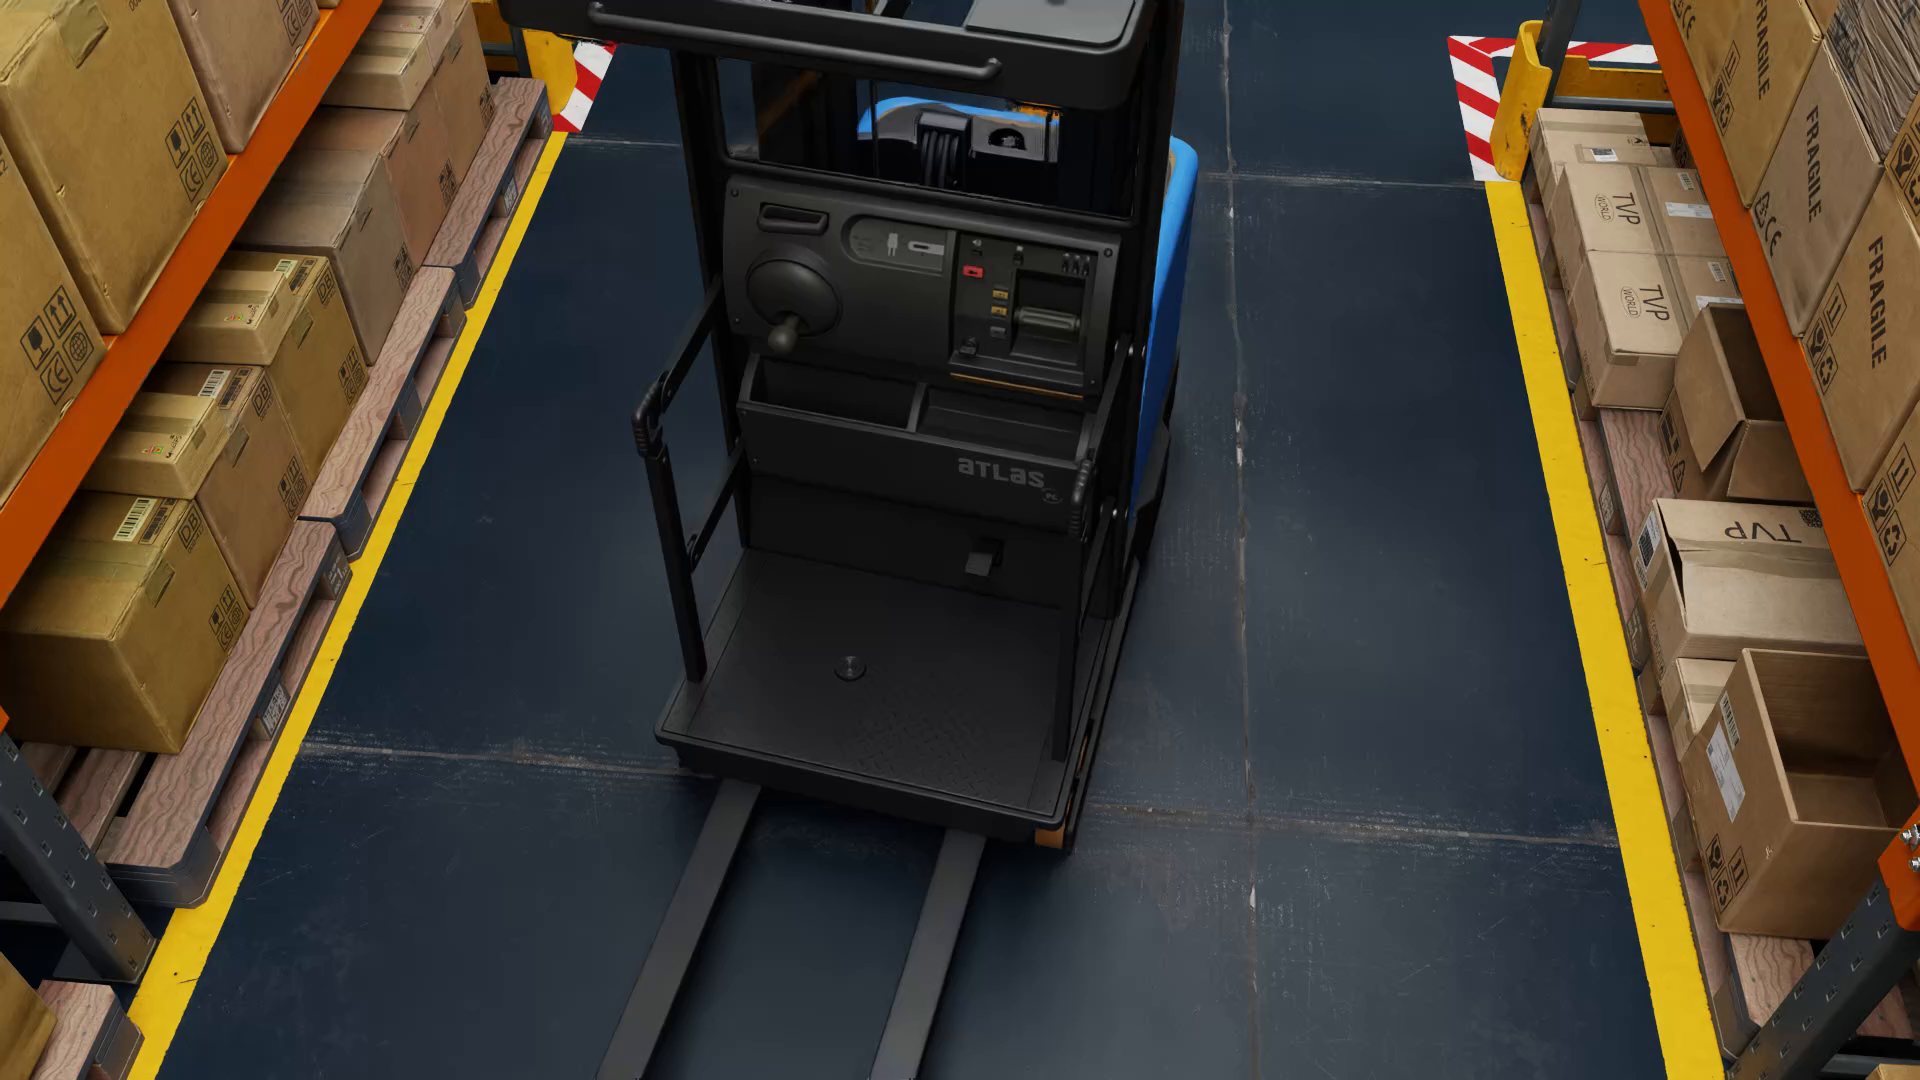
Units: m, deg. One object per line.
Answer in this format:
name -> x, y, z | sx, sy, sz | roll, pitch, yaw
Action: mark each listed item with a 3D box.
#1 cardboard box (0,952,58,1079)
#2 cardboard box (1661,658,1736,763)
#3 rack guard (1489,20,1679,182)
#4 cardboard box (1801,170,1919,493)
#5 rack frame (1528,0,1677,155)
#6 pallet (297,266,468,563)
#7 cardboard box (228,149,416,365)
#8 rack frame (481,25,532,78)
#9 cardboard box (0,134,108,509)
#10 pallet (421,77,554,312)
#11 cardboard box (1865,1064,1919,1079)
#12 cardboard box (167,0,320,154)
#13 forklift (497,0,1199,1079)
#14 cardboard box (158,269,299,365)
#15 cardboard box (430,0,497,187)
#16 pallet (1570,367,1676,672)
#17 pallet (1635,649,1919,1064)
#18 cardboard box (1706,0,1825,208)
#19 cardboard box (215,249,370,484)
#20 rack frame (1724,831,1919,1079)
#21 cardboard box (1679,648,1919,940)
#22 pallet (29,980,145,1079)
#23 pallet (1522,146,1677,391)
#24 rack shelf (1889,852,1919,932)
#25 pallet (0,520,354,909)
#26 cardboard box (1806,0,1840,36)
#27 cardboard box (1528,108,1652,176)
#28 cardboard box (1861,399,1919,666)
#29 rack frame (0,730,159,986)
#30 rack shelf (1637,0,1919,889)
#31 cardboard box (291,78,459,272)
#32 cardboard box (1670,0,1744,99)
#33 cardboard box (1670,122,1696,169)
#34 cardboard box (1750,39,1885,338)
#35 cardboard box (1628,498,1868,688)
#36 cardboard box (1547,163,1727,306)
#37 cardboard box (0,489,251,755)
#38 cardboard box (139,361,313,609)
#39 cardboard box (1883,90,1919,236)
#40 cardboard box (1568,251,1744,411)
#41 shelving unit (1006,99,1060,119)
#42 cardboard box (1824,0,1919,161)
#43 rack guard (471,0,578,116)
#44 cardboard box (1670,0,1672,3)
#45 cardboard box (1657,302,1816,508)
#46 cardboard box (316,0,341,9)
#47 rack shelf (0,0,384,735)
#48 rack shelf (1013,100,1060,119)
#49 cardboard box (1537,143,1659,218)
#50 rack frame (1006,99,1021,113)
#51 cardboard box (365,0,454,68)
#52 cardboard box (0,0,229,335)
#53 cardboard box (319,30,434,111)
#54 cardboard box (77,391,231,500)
cardboard box -> -2.505, 1.109, 3.375 | 0.750, 0.750, 0.750 | 4, 48, 4
cardboard box -> 2.102, 0.466, 4.425 | 0.380, 0.149, 0.250 | 4, 48, 4
rack guard -> 2.716, -1.670, 6.439 | 1.175, 0.500, 0.348 | 4, 48, 4
cardboard box -> 2.194, -0.428, 3.541 | 0.500, 0.500, 0.500 | 5, 48, 5
rack frame -> 2.723, -2.570, 5.568 | 1.000, 3.000, 0.127 | 4, 48, 4
pallet -> -2.319, -0.472, 5.539 | 1.003, 0.211, 1.213 | 4, 48, 4
cardboard box -> -2.266, -0.940, 5.486 | 0.700, 0.500, 0.500 | 2, 48, 2
rack frame -> -2.211, -2.900, 5.870 | 1.000, 3.000, 0.127 | 4, 48, 4
cardboard box -> -2.510, -0.460, 3.434 | 0.980, 0.700, 0.700 | 5, 48, 4
pallet -> -2.206, -1.366, 6.357 | 1.003, 0.211, 1.213 | 4, 48, 4
cardboard box -> 2.071, 1.404, 3.329 | 0.500, 0.500, 0.500 | 2, 48, 2
cardboard box -> -2.381, -1.531, 4.414 | 0.980, 0.700, 0.700 | 2, 48, 2
forklift -> -0.154, -0.483, 3.705 | 1.130, 2.935, 3.031 | 11, 49, 10
cardboard box -> -2.145, -0.644, 4.776 | 0.380, 0.149, 0.250 | 3, 48, 2
cardboard box -> -2.175, -1.677, 6.161 | 0.700, 0.500, 0.500 | 4, 48, 4
pallet -> 2.530, -0.093, 5.192 | 1.003, 0.211, 1.213 | 4, 48, 4
pallet -> 2.422, 0.806, 4.370 | 1.003, 0.211, 1.213 | 4, 48, 4
cardboard box -> 2.282, -1.180, 4.229 | 0.500, 0.500, 0.500 | 4, 48, 4
cardboard box -> -2.307, -0.548, 5.128 | 0.700, 0.500, 0.500 | 5, 48, 4
rack frame -> 2.358, 0.369, 2.879 | 1.000, 3.000, 0.127 | 4, 48, 4
cardboard box -> 2.128, 0.627, 4.040 | 0.500, 0.500, 0.500 | 4, 48, 4
pallet -> -2.571, 1.552, 3.687 | 1.003, 0.211, 1.213 | 4, 48, 4
pallet -> 2.644, -0.987, 6.010 | 1.003, 0.211, 1.213 | 4, 48, 4
rack shelf -> 2.176, 2.082, 1.801 | 1.077, 0.370, 4.000 | 4, 48, 4
pallet -> -2.428, 0.427, 4.717 | 1.003, 0.211, 1.213 | 4, 48, 4
cardboard box -> 2.284, -1.508, 3.851 | 0.500, 0.500, 0.500 | 3, 48, 3
cardboard box -> 2.342, -1.472, 6.197 | 0.380, 0.149, 0.250 | 4, 48, 4
cardboard box -> 2.148, -0.049, 3.194 | 0.500, 0.500, 0.500 | 5, 48, 4
rack frame -> -2.575, 0.039, 3.182 | 1.000, 3.000, 0.127 | 4, 48, 4
rack shelf -> 2.540, -0.858, 4.489 | 1.077, 0.370, 4.000 | 4, 48, 4
cardboard box -> -2.220, -1.310, 5.824 | 0.700, 0.500, 0.500 | 4, 48, 3
cardboard box -> 2.329, -1.547, 4.565 | 0.500, 0.500, 0.500 | 4, 48, 3
cardboard box -> 2.918, -1.459, 5.947 | 0.500, 0.500, 0.500 | 4, 48, 4
cardboard box -> 2.238, -0.806, 3.886 | 0.500, 0.500, 0.500 | 5, 48, 4
cardboard box -> 2.196, 0.139, 4.614 | 0.500, 0.311, 0.500 | 4, 48, 4
cardboard box -> 2.345, -1.043, 5.736 | 0.500, 0.250, 0.500 | 4, 48, 4
cardboard box -> -2.405, 0.198, 4.445 | 0.700, 0.500, 0.500 | 4, 48, 4
cardboard box -> -2.356, -0.171, 4.783 | 0.700, 0.500, 0.500 | 3, 48, 3
cardboard box -> 2.190, -0.767, 3.174 | 0.500, 0.500, 0.500 | 3, 48, 3
cardboard box -> 2.299, -0.675, 5.400 | 0.500, 0.250, 0.500 | 4, 48, 4
shelving unit -> 0.278, -1.072, 5.412 | 0.258, 1.200, 0.189 | 13, 46, 11
cardboard box -> 2.236, -1.138, 3.512 | 0.500, 0.500, 0.500 | 4, 48, 4
rack guard -> -2.209, -2.074, 6.808 | 1.175, 0.500, 0.348 | 4, 48, 4
cardboard box -> 2.378, -1.916, 4.902 | 0.500, 0.500, 0.500 | 3, 48, 3
cardboard box -> 2.524, -0.317, 4.901 | 0.797, 0.503, 0.637 | 4, 48, 4
cardboard box -> -2.302, -2.091, 4.926 | 0.980, 0.700, 0.700 | 4, 48, 3
rack shelf -> -2.393, -1.188, 4.791 | 1.077, 0.370, 4.000 | 4, 48, 4
rack shelf -> 0.283, -1.296, 5.189 | 0.258, 0.103, 0.180 | 13, 46, 11
cardboard box -> 2.319, -1.294, 6.023 | 0.380, 0.166, 0.250 | 4, 48, 4
rack frame -> 0.251, -1.011, 5.350 | 0.240, 1.200, 0.006 | 13, 46, 11
cardboard box -> -2.005, -1.790, 5.824 | 0.380, 0.149, 0.250 | 3, 48, 3
cardboard box -> -2.438, -0.996, 3.925 | 0.980, 0.700, 0.700 | 3, 48, 3
cardboard box -> -2.028, -1.602, 5.652 | 0.380, 0.149, 0.250 | 5, 48, 5
cardboard box -> -2.192, -0.260, 4.425 | 0.380, 0.149, 0.250 | 5, 48, 5
